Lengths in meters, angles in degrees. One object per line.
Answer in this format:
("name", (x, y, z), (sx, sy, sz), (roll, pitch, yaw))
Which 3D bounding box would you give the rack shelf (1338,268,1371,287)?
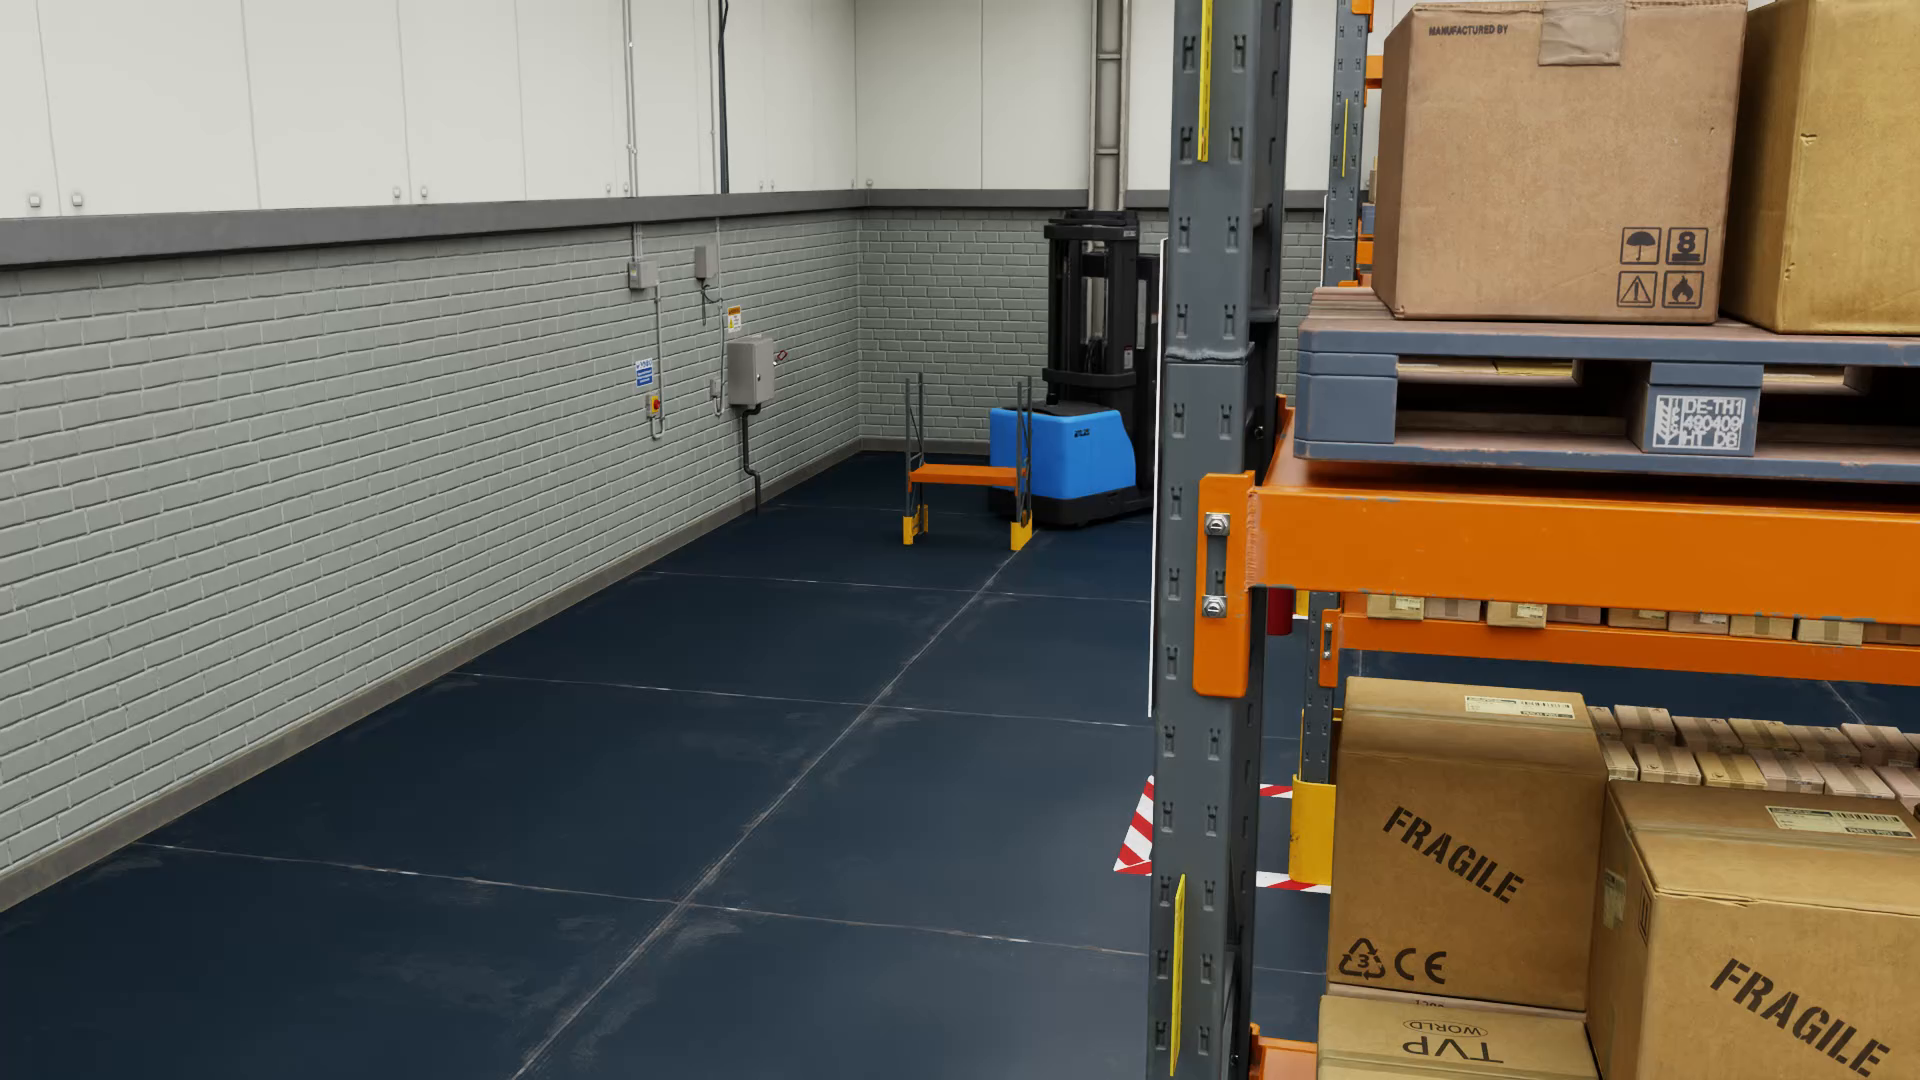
("rack shelf", (3.735, -0.967, 7.401), (4.000, 0.370, 1.077), (3, 13, 14))

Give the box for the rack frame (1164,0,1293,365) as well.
("rack frame", (0.507, -1.848, 2.789), (0.127, 3.000, 1.000), (3, 13, 14))

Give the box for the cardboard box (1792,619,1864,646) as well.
("cardboard box", (3.808, 0.341, 7.350), (0.250, 0.149, 0.380), (3, 13, 15))

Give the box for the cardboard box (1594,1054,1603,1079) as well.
("cardboard box", (1.414, 1.116, 2.939), (0.500, 0.250, 0.500), (3, 13, 13))

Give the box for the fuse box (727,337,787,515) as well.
("fuse box", (-1.954, -1.096, 16.225), (0.414, 1.711, 0.539), (3, 13, 14))

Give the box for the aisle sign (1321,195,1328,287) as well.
("aisle sign", (1.651, -1.167, 7.567), (0.004, 0.787, 0.394), (3, 13, 14))

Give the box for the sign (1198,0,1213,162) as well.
("sign", (0.368, -0.733, 2.486), (0.005, 0.325, 0.100), (3, 13, 14))

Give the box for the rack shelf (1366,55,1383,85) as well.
("rack shelf", (4.823, -3.282, 11.835), (4.000, 0.370, 1.077), (3, 13, 14))

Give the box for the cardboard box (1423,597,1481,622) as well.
("cardboard box", (2.286, 0.256, 7.736), (0.250, 0.149, 0.380), (4, 13, 16))

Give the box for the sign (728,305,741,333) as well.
("sign", (-2.168, -2.128, 15.992), (0.001, 0.242, 0.339), (3, 13, 14))

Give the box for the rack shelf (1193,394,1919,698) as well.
("rack shelf", (2.449, 0.071, 2.724), (4.000, 0.370, 1.077), (3, 13, 14))

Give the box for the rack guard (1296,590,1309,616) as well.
("rack guard", (2.858, 0.216, 13.108), (0.348, 0.500, 1.175), (3, 13, 14))

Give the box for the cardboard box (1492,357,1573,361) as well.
("cardboard box", (2.789, -0.642, 7.975), (0.500, 0.500, 0.500), (3, 13, 12))

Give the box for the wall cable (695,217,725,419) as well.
("wall cable", (-2.270, -2.086, 15.365), (0.122, 1.984, 0.588), (3, 13, 14))

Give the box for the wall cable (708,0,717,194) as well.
("wall cable", (-2.526, -4.326, 13.957), (0.029, 3.000, 2.355), (3, 13, 14))

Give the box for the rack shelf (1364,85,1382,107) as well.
("rack shelf", (6.009, -4.520, 16.498), (4.000, 0.370, 1.077), (3, 13, 14))

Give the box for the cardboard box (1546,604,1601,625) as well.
("cardboard box", (2.819, 0.265, 7.692), (0.250, 0.149, 0.380), (4, 13, 16))

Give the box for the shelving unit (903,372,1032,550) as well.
("shelving unit", (0.074, -0.728, 15.053), (1.083, 1.500, 0.587), (3, 13, 14))

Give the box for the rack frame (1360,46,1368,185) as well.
("rack frame", (4.067, -4.976, 16.887), (0.127, 3.000, 1.000), (3, 13, 14))

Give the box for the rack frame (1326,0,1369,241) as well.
("rack frame", (1.793, -2.886, 7.466), (0.127, 3.000, 1.000), (3, 13, 14))

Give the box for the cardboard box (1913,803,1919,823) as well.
("cardboard box", (1.898, 0.776, 2.741), (0.500, 0.500, 0.500), (3, 13, 12))

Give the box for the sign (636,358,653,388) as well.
("sign", (-2.670, -1.416, 14.067), (0.001, 0.218, 0.327), (3, 13, 14))

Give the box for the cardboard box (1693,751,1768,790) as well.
("cardboard box", (3.503, 1.102, 7.581), (0.250, 0.149, 0.380), (3, 13, 14))

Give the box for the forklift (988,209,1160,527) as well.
("forklift", (1.648, -1.808, 16.616), (1.130, 2.935, 3.031), (12, 17, 42))

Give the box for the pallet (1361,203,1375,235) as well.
("pallet", (3.604, -2.388, 12.352), (1.213, 0.211, 1.003), (3, 13, 14))

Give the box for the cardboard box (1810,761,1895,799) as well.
("cardboard box", (3.985, 1.131, 7.451), (0.250, 0.149, 0.380), (3, 13, 12))

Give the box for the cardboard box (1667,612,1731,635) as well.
("cardboard box", (3.309, 0.303, 7.521), (0.250, 0.149, 0.380), (3, 13, 12))

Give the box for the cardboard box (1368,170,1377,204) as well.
("cardboard box", (3.340, -2.644, 12.446), (0.500, 0.250, 0.500), (2, 13, 8))

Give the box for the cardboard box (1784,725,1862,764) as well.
("cardboard box", (4.111, 1.020, 7.951), (0.250, 0.149, 0.380), (3, 13, 11))

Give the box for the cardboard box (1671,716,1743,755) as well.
("cardboard box", (3.620, 0.991, 8.080), (0.250, 0.149, 0.380), (3, 13, 12))

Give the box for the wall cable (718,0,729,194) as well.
("wall cable", (-1.822, -4.928, 16.585), (0.133, 3.039, 2.988), (3, 13, 14))

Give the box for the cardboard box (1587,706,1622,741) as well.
("cardboard box", (3.116, 0.952, 8.257), (0.250, 0.149, 0.380), (3, 13, 11))

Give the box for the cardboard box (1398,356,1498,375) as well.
("cardboard box", (2.166, -0.560, 7.608), (0.500, 0.500, 0.500), (3, 13, 13))

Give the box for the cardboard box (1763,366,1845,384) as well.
("cardboard box", (3.652, -0.478, 7.237), (0.500, 0.500, 0.500), (3, 13, 12))

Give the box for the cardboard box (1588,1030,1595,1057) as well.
("cardboard box", (1.533, 1.004, 3.441), (0.500, 0.250, 0.500), (3, 13, 13))

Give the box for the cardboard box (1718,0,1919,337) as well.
("cardboard box", (1.542, -0.616, 2.730), (0.500, 0.500, 0.700), (3, 13, 11))

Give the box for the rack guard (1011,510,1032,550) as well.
("rack guard", (0.558, -0.092, 15.072), (0.087, 0.250, 0.587), (3, 13, 14))

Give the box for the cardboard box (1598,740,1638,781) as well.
("cardboard box", (2.992, 1.062, 7.760), (0.250, 0.149, 0.380), (2, 13, 11))

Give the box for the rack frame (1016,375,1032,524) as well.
("rack frame", (0.576, -0.701, 14.932), (0.032, 1.500, 0.500), (3, 13, 14))

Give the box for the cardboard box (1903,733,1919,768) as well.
("cardboard box", (4.623, 1.047, 7.829), (0.250, 0.149, 0.380), (3, 13, 12))
